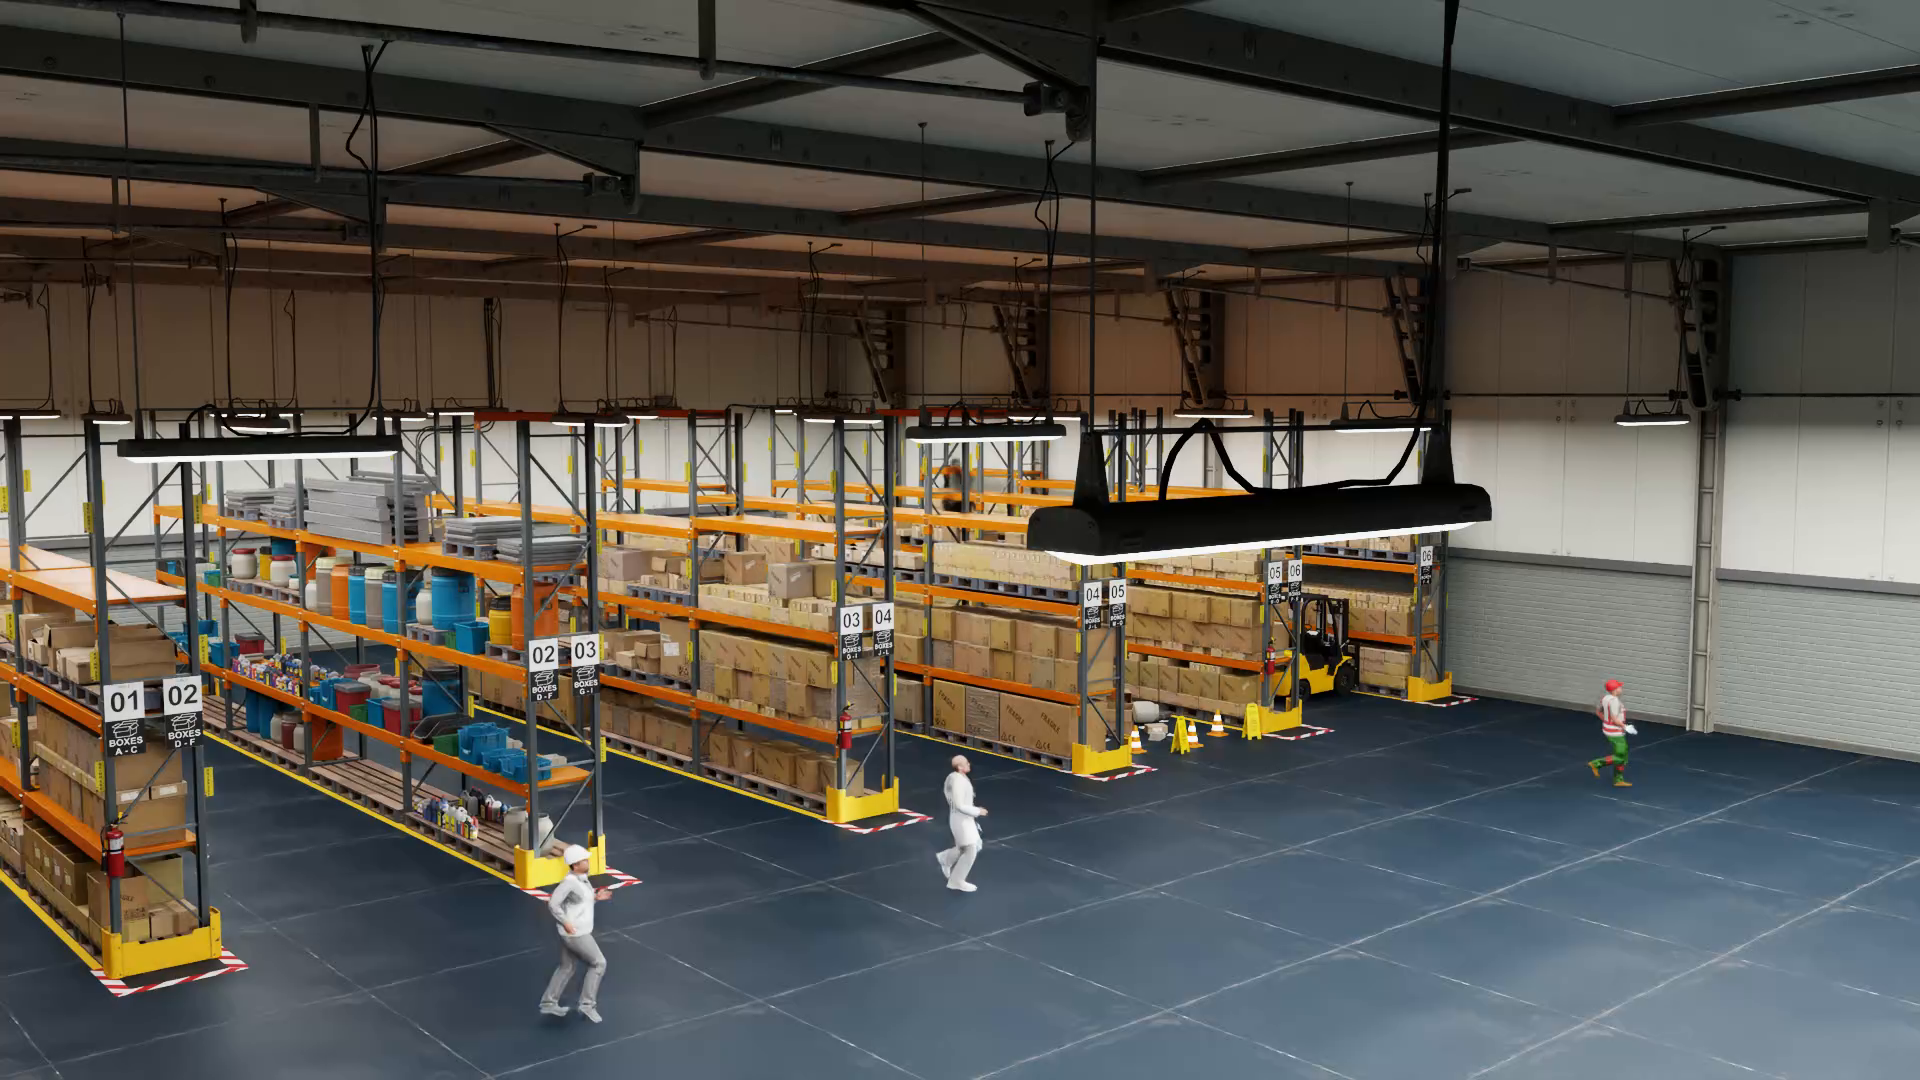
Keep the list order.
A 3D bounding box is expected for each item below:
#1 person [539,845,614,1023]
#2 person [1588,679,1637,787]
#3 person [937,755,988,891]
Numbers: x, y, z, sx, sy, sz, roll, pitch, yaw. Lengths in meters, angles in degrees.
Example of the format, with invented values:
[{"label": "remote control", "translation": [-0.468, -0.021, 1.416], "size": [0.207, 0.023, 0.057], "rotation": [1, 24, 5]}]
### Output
[{"label": "person", "translation": [-3.886, 3.987, 16.832], "size": [0.763, 1.838, 0.626], "rotation": [-1, 5, -16]}, {"label": "person", "translation": [10.480, 3.110, 26.781], "size": [0.745, 1.749, 0.667], "rotation": [0, 5, 3]}, {"label": "person", "translation": [0.027, 3.604, 21.218], "size": [0.647, 1.742, 0.754], "rotation": [0, 5, -3]}]
